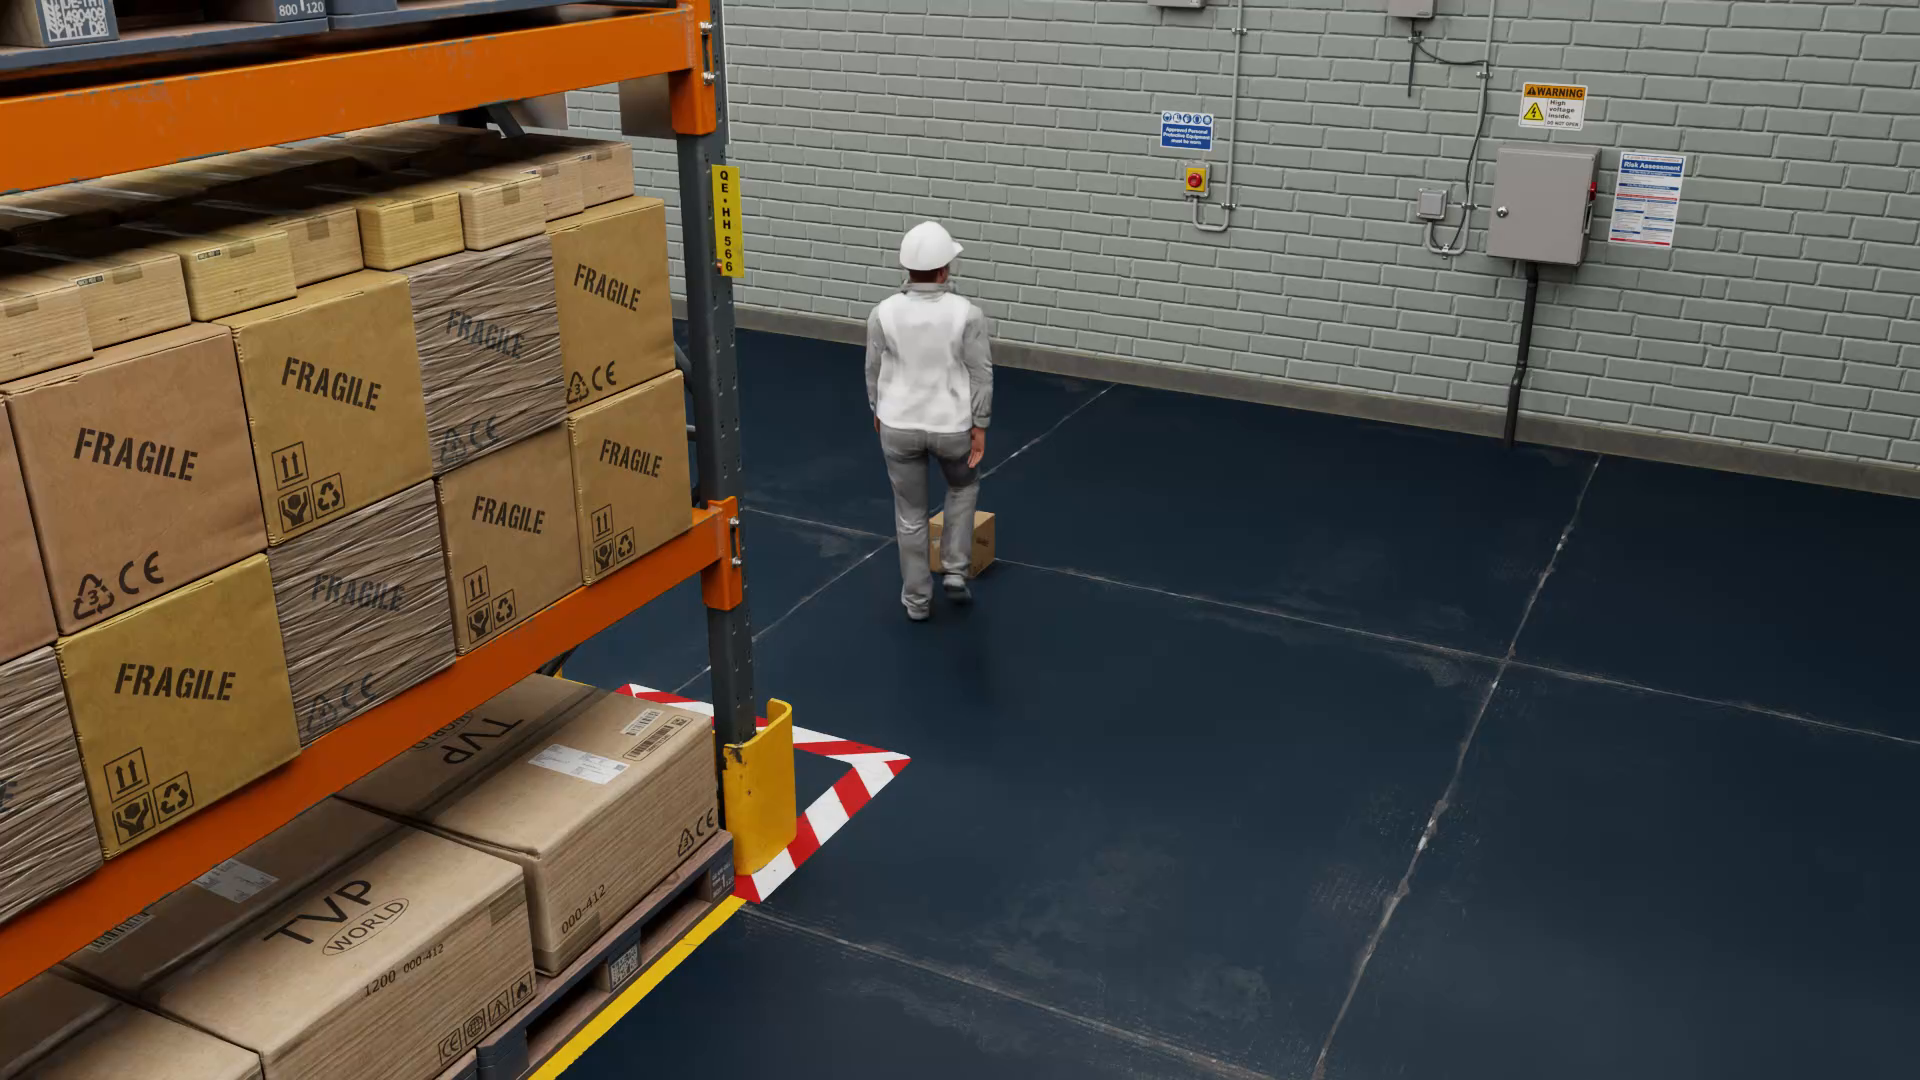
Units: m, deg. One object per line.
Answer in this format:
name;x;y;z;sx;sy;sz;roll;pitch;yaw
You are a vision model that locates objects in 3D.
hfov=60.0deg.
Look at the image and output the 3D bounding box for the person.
person;-0.135;-0.510;7.289;0.551;1.809;0.483;0;23;-1
